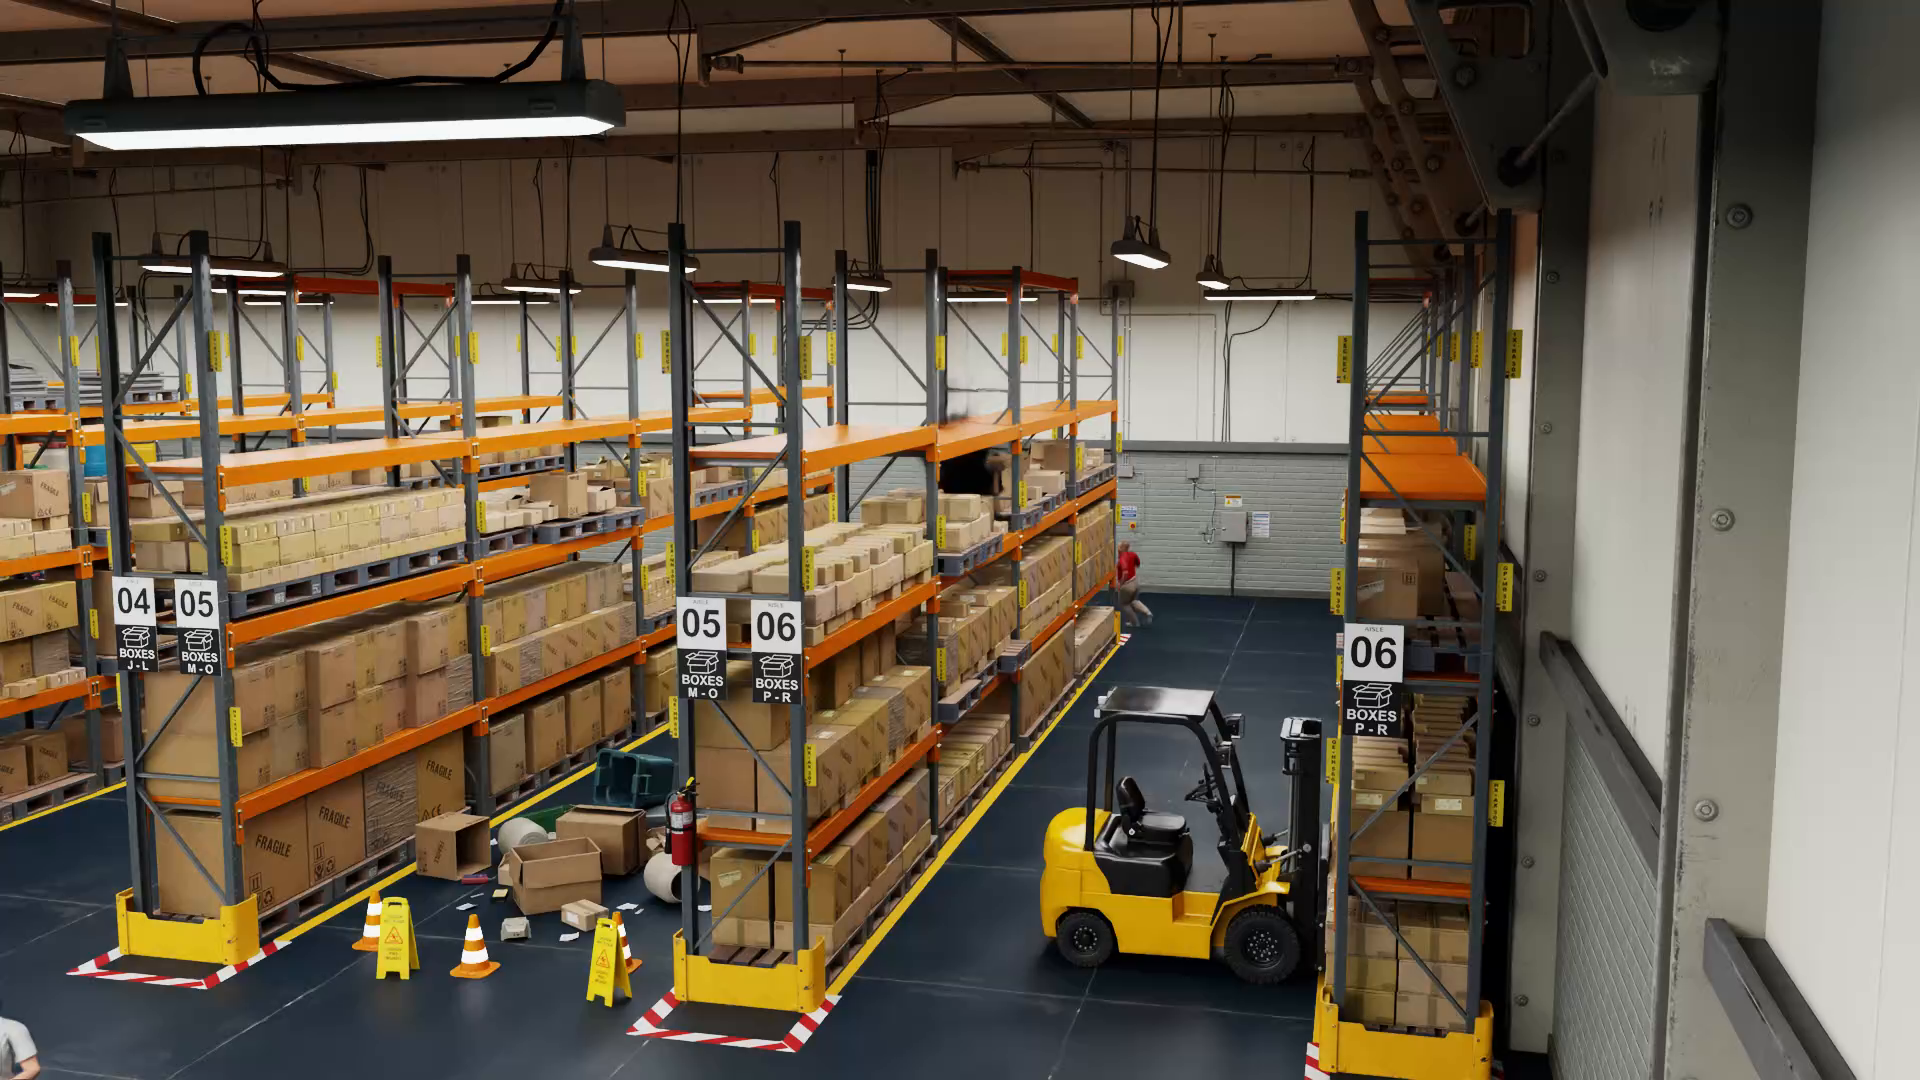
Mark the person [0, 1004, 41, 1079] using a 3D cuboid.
[{"bbox_3d":[-5.353,3.202,9.136,0.567,1.663,0.947,-3,8,-25],"label":"person"}]

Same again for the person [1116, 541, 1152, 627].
[{"bbox_3d":[2.993,0.799,29.400,0.660,1.613,0.749,7,10,44],"label":"person"}]
